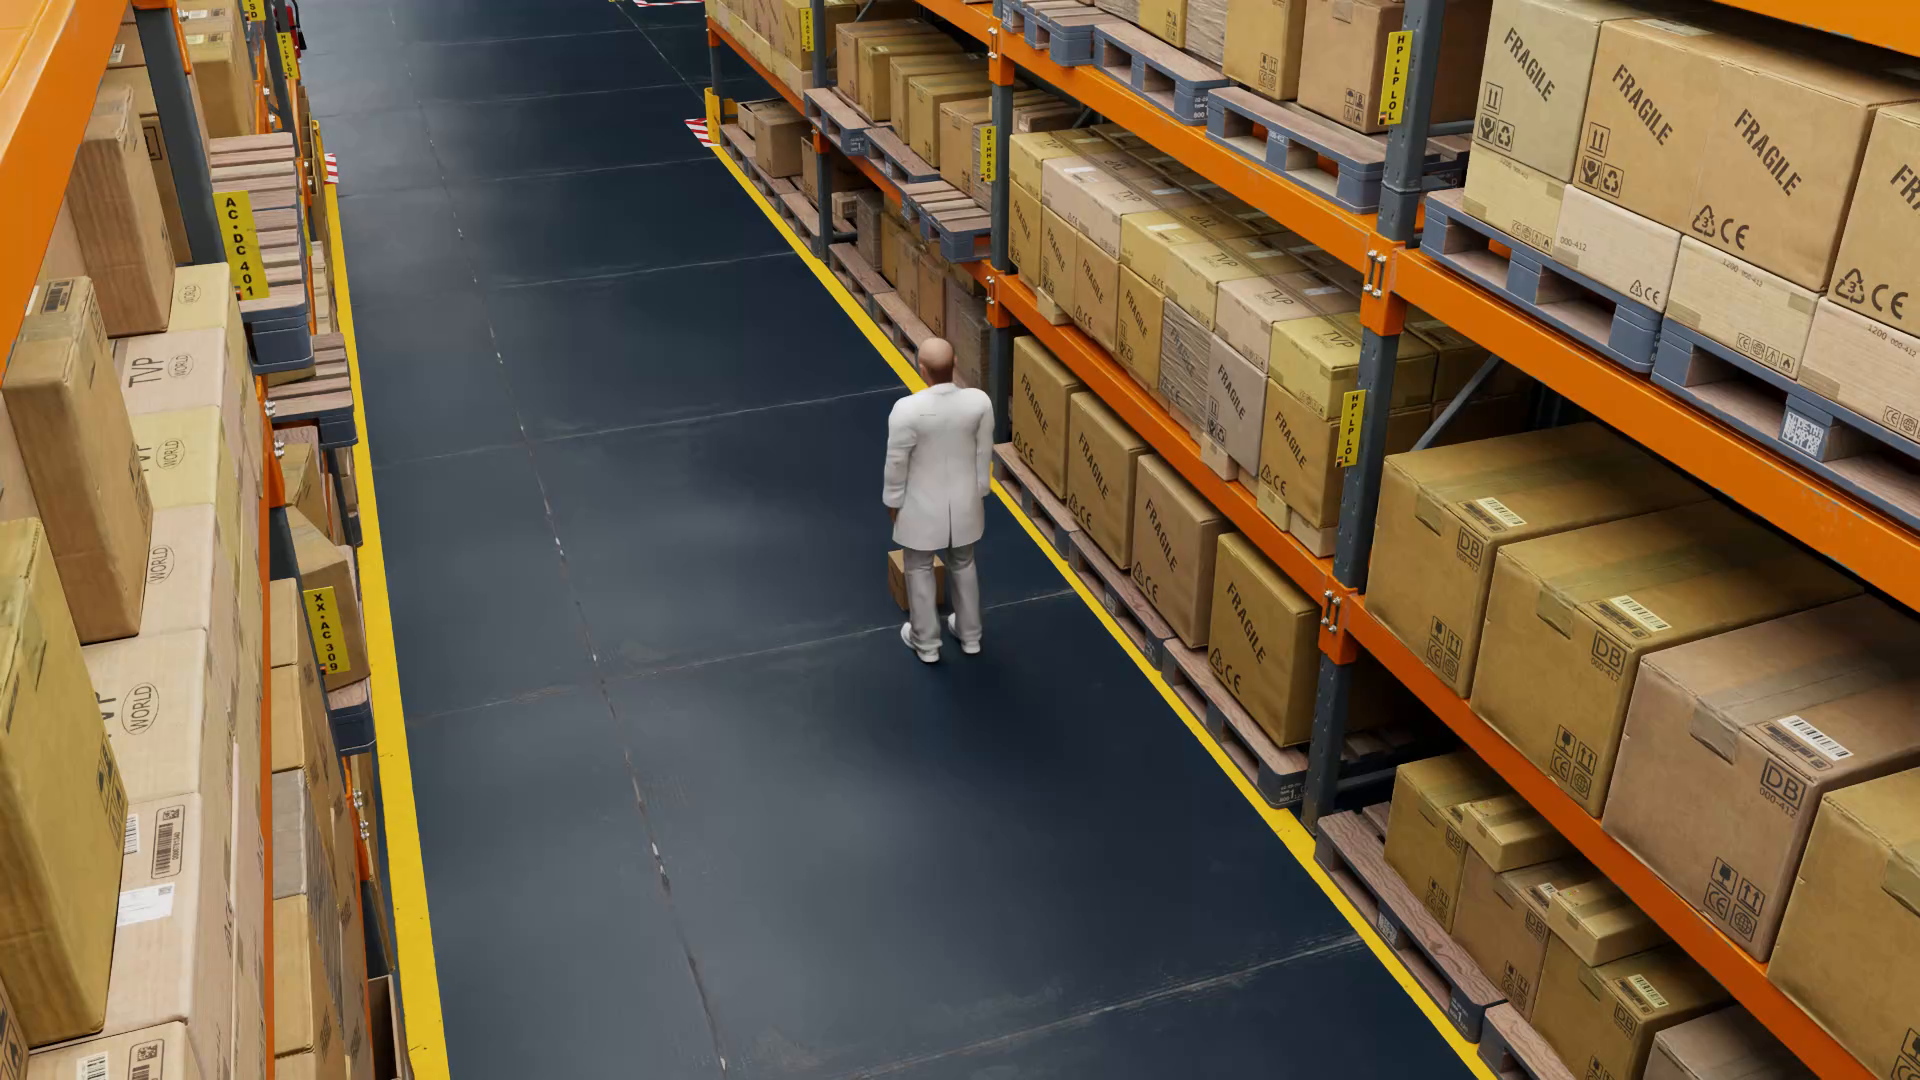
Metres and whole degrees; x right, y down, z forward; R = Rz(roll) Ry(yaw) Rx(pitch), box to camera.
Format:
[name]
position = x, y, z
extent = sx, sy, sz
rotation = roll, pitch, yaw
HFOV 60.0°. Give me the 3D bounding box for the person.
[person]
position = -0.122, -0.213, 8.529
extent = 0.566, 1.777, 0.383
rotation = -10, 31, -17
